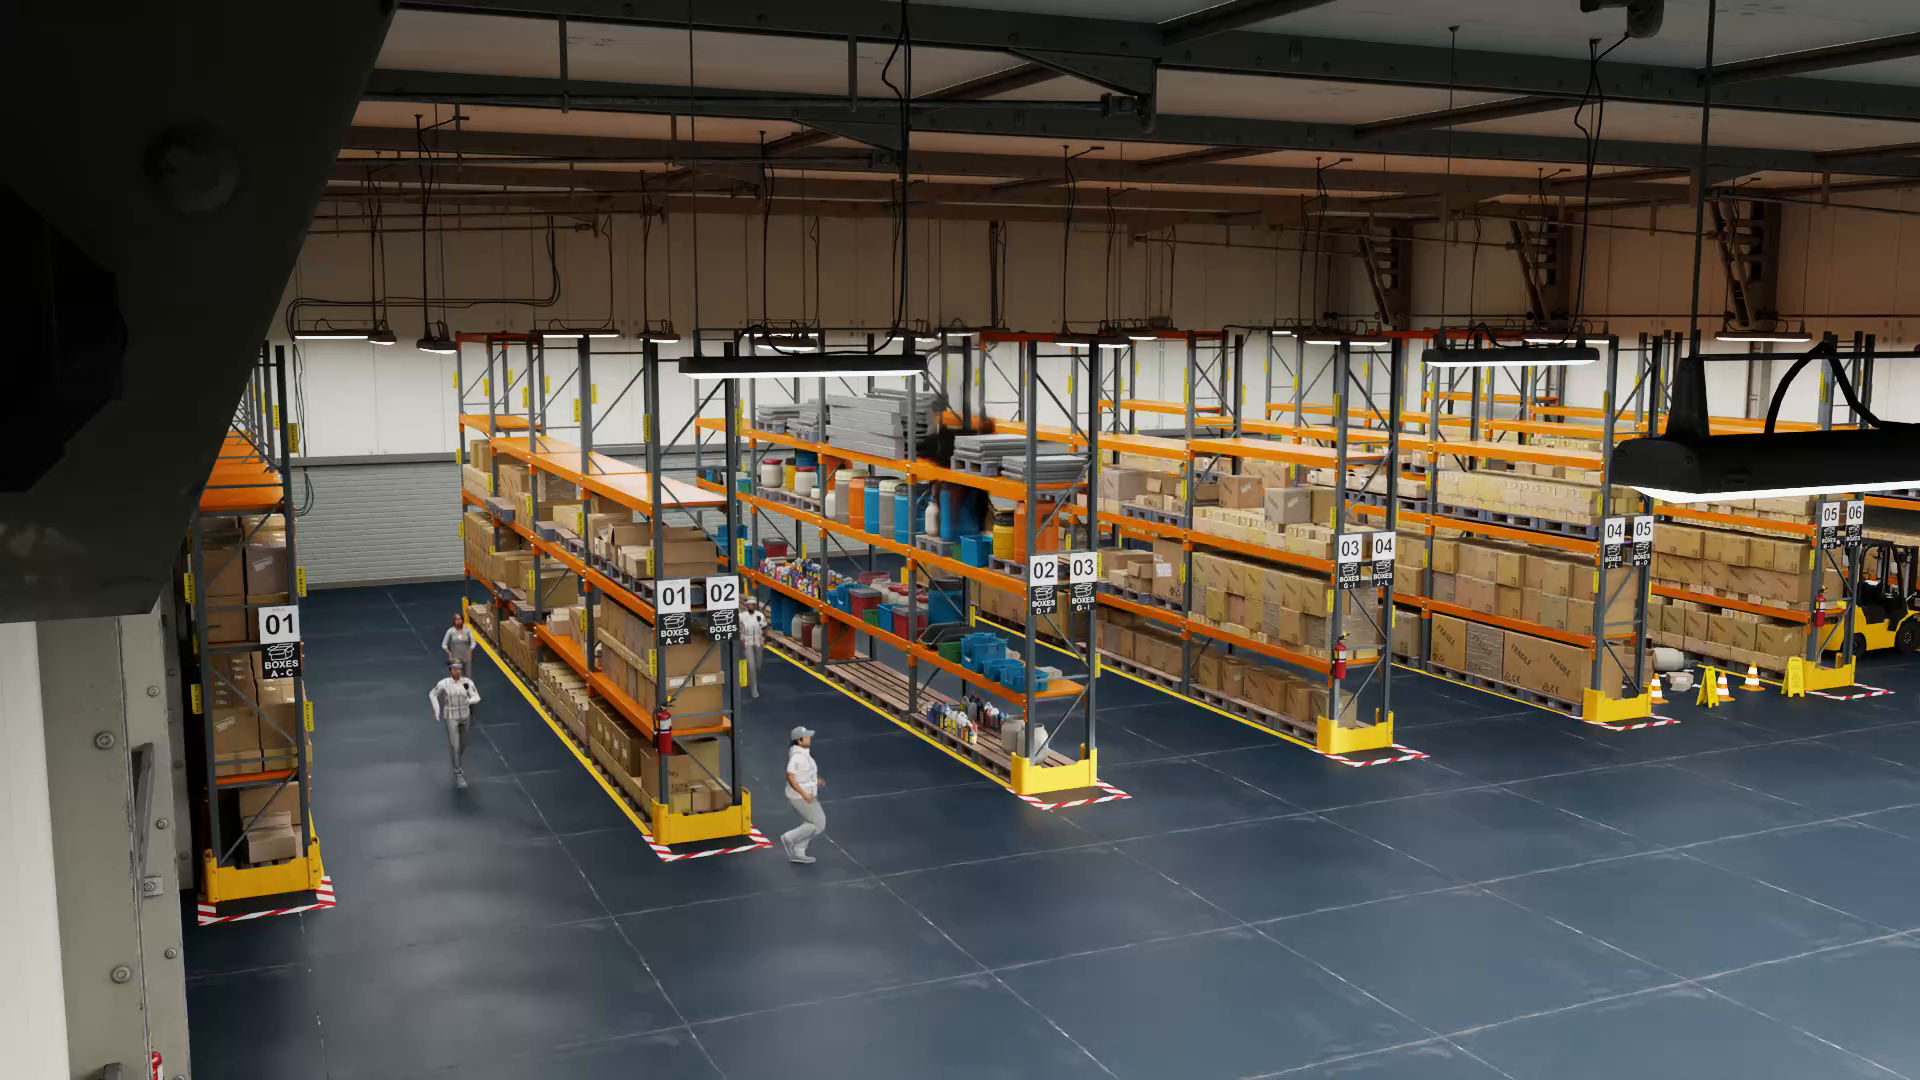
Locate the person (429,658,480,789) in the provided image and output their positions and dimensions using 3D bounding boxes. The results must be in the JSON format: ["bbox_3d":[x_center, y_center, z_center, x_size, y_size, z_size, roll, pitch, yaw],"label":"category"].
[{"bbox_3d":[-6.825,2.434,22.580,0.599,1.708,0.878,-5,9,-34],"label":"person"}]

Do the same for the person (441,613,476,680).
[{"bbox_3d":[-8.103,1.944,26.918,0.535,1.548,0.567,-3,8,-23],"label":"person"}]

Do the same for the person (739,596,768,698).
[{"bbox_3d":[-3.511,1.754,27.927,0.590,1.683,0.743,-3,8,-22],"label":"person"}]

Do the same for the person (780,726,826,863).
[{"bbox_3d":[-1.817,2.954,19.239,0.549,1.625,0.616,-1,8,-9],"label":"person"}]
